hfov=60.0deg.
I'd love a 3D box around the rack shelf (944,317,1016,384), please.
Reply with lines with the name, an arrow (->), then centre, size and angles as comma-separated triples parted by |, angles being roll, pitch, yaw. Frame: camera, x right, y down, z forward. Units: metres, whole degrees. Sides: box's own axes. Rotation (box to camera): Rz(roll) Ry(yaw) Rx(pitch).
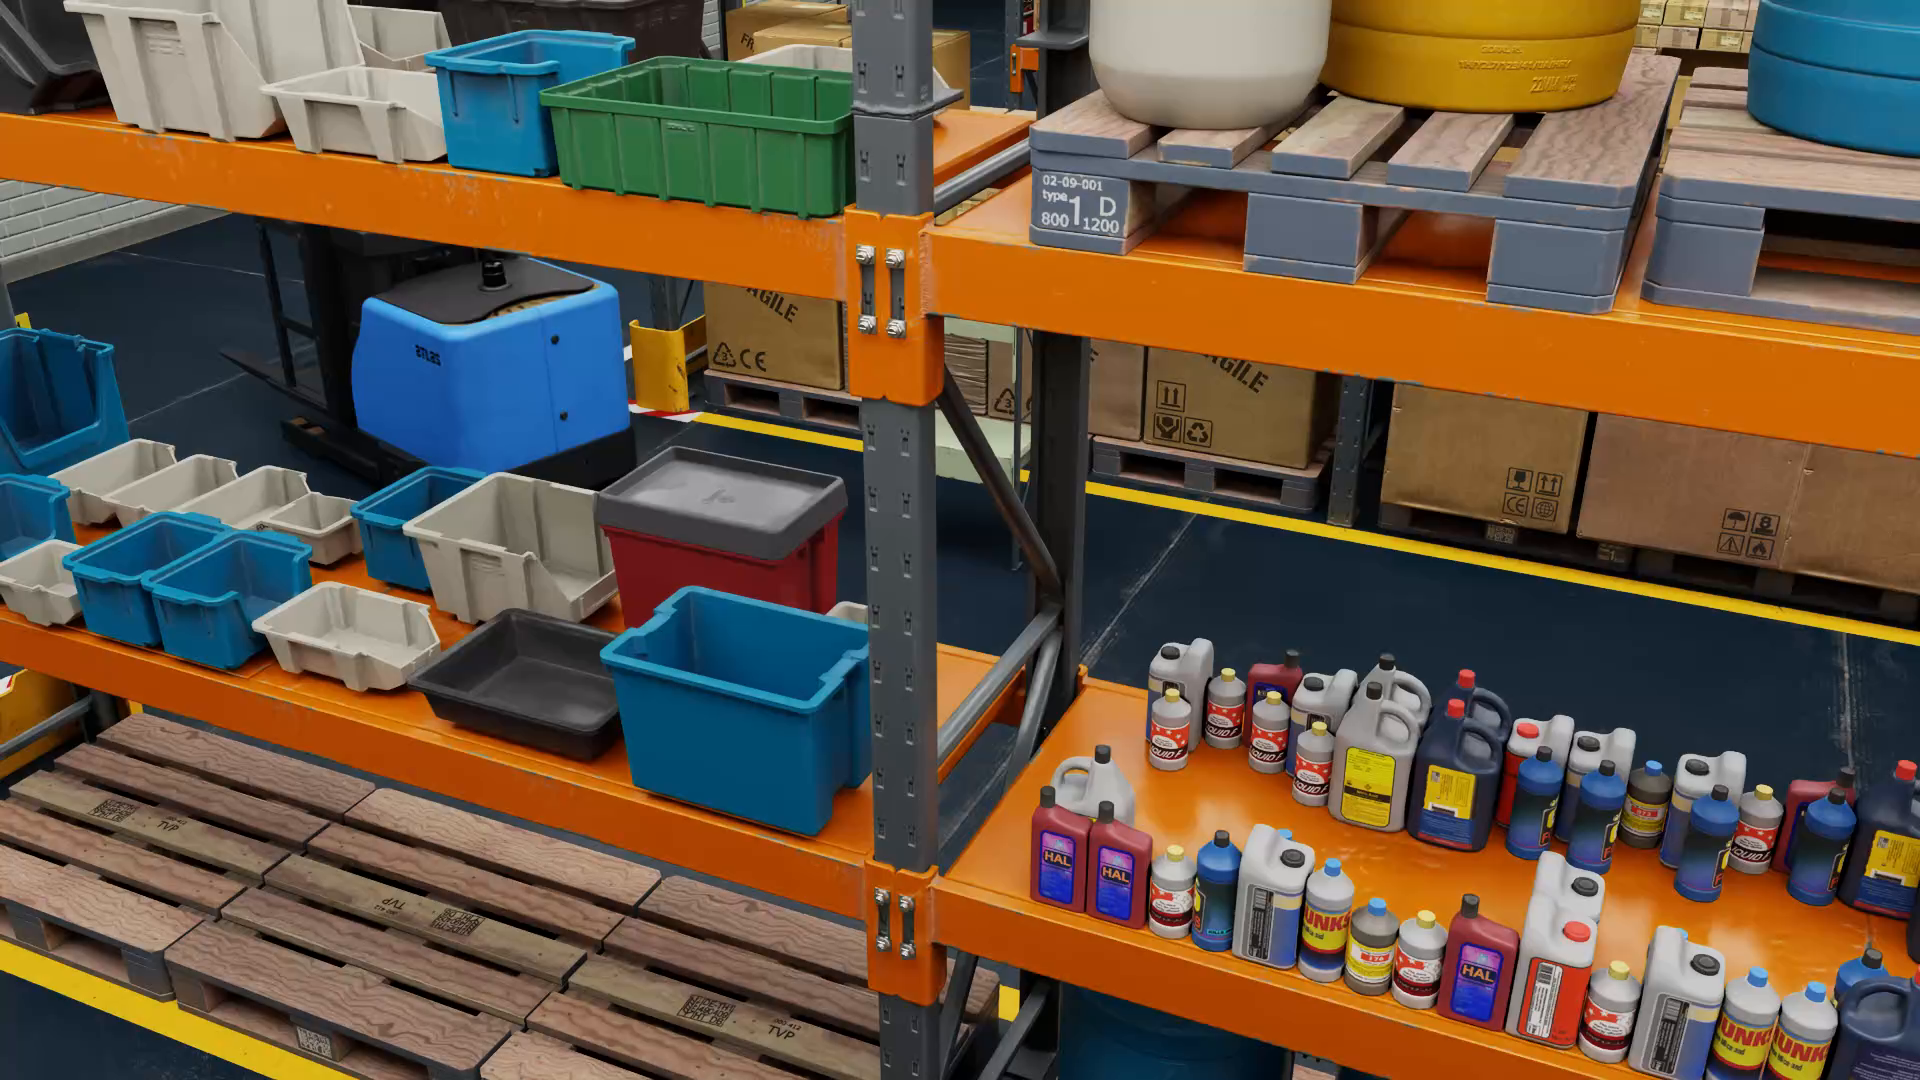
rack shelf -> 0.006, -1.022, 7.744 | 0.720, 0.370, 0.431 | 11, 28, 22

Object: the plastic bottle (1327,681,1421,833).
plastic bottle -> 0.977, 0.497, 3.901 | 0.185, 0.351, 0.144 | 11, 28, 22

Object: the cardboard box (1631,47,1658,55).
cardboard box -> 4.683, -3.358, 11.483 | 0.250, 0.149, 0.380 | 12, 29, 23

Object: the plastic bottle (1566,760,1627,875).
plastic bottle -> 1.437, 0.617, 3.746 | 0.097, 0.271, 0.097 | 0, 26, 0

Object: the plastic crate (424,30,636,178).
plastic crate -> -0.896, -0.929, 3.534 | 0.300, 0.233, 0.416 | 11, 28, 22

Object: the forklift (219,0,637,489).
forklift -> -3.152, -1.924, 8.840 | 3.031, 2.935, 1.130 | 22, 34, 37

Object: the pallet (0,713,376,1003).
pallet -> -2.842, 1.066, 5.846 | 1.213, 0.211, 1.003 | 11, 28, 22

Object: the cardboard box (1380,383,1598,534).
cardboard box -> 2.706, -0.738, 8.282 | 0.875, 0.875, 1.225 | 11, 28, 22

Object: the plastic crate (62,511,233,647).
plastic crate -> -2.289, 0.115, 4.742 | 0.300, 0.233, 0.416 | 11, 28, 22

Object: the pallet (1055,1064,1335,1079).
pallet -> 0.750, 1.789, 4.377 | 1.213, 0.211, 1.003 | 11, 28, 22

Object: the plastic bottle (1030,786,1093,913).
plastic bottle -> 0.222, 0.671, 3.623 | 0.133, 0.283, 0.061 | 11, 28, 22

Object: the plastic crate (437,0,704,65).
plastic crate -> -0.952, -1.244, 4.134 | 0.590, 0.269, 0.497 | 11, 28, 22

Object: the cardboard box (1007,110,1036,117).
cardboard box -> 0.426, -2.148, 9.049 | 0.500, 0.250, 0.500 | 11, 28, 22

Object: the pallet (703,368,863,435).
pallet -> -0.766, -0.977, 9.996 | 1.213, 0.211, 1.003 | 11, 28, 22

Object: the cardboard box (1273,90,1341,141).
cardboard box -> 1.586, -1.991, 7.881 | 0.500, 0.500, 0.500 | 12, 29, 23

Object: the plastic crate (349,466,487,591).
plastic crate -> -1.601, -0.031, 5.038 | 0.300, 0.233, 0.416 | 11, 28, 22

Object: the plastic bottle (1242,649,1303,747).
plastic bottle -> 0.787, 0.398, 4.177 | 0.133, 0.283, 0.061 | 11, 28, 22

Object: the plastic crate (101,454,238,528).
plastic crate -> -2.501, -0.125, 5.338 | 0.243, 0.136, 0.396 | 11, 28, 22

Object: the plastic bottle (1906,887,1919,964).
plastic bottle -> 2.099, 0.726, 3.436 | 0.185, 0.351, 0.144 | 11, 28, 22

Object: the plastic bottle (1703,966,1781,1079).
plastic bottle -> 1.477, 0.920, 3.132 | 0.097, 0.271, 0.097 | 0, 26, 0

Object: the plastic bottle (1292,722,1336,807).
plastic bottle -> 0.855, 0.532, 3.999 | 0.097, 0.201, 0.097 | 0, 26, 0

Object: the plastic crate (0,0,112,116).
plastic crate -> -2.299, -1.279, 4.127 | 0.767, 0.338, 0.504 | 11, 28, 22

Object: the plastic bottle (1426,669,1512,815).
plastic bottle -> 1.205, 0.472, 3.950 | 0.185, 0.351, 0.144 | 11, 28, 22

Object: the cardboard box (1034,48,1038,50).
cardboard box -> 0.778, -4.015, 13.293 | 0.250, 0.149, 0.380 | 11, 28, 21

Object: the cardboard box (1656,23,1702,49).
cardboard box -> 4.900, -3.446, 11.325 | 0.250, 0.149, 0.380 | 12, 29, 23

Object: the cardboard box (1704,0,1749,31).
cardboard box -> 5.143, -3.530, 11.159 | 0.250, 0.149, 0.380 | 11, 28, 21

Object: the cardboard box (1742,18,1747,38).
cardboard box -> 5.420, -3.661, 11.762 | 0.250, 0.149, 0.380 | 10, 28, 20

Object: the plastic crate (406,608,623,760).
plastic crate -> -1.065, 0.380, 4.326 | 0.590, 0.125, 0.437 | 11, 28, 22

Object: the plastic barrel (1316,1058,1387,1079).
plastic barrel -> 1.198, 1.369, 3.974 | 0.708, 0.901, 0.600 | 11, 28, 22

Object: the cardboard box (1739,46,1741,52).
cardboard box -> 5.369, -3.218, 11.199 | 0.250, 0.149, 0.380 | 10, 28, 20

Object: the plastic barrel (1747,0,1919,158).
plastic barrel -> 1.682, -1.128, 2.707 | 0.708, 0.901, 0.600 | 11, 28, 22

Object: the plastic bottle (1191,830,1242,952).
plastic bottle -> 0.545, 0.732, 3.512 | 0.097, 0.271, 0.097 | 0, 26, 0

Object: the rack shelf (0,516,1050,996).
rack shelf -> -1.756, 0.337, 4.984 | 4.000, 0.370, 1.077 | 11, 28, 22

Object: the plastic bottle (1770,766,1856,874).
plastic bottle -> 1.912, 0.624, 3.718 | 0.133, 0.283, 0.061 | 11, 28, 22

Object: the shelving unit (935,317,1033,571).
shelving unit -> 0.006, -0.672, 7.916 | 0.755, 1.500, 0.431 | 11, 28, 22

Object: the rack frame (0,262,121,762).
rack frame -> -3.576, -0.351, 5.568 | 0.127, 3.000, 1.000 | 11, 28, 22

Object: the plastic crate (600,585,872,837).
plastic crate -> -0.501, 0.412, 3.967 | 0.575, 0.384, 0.392 | 11, 28, 22

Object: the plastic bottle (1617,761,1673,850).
plastic bottle -> 1.589, 0.605, 3.850 | 0.097, 0.201, 0.097 | 0, 26, 0

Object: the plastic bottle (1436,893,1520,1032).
plastic bottle -> 1.031, 0.833, 3.294 | 0.133, 0.283, 0.061 | 11, 28, 22

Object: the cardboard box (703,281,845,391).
cardboard box -> -0.910, -1.493, 9.817 | 0.875, 0.875, 0.875 | 11, 28, 22

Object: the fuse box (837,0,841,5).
fuse box -> -1.564, -7.589, 21.727 | 0.414, 1.711, 0.539 | 11, 28, 22

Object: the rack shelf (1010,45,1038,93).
rack shelf -> 2.440, -3.630, 13.042 | 4.000, 0.370, 1.077 | 11, 28, 22

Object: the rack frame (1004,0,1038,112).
rack frame -> 0.619, -4.319, 13.626 | 0.127, 3.000, 1.000 | 11, 28, 22

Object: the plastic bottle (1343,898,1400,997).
plastic bottle -> 0.845, 0.824, 3.406 | 0.097, 0.201, 0.097 | 0, 26, 0

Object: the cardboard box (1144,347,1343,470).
cardboard box -> 1.547, -0.999, 8.814 | 0.875, 0.875, 0.875 | 11, 28, 22

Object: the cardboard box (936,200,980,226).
cardboard box -> 0.061, -1.752, 8.697 | 0.250, 0.149, 0.380 | 11, 28, 21

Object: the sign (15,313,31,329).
sign -> -3.363, -0.649, 5.987 | 0.005, 0.325, 0.100 | 11, 28, 22

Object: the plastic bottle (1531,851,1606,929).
plastic bottle -> 1.234, 0.782, 3.407 | 0.135, 0.276, 0.152 | 11, 28, 22
